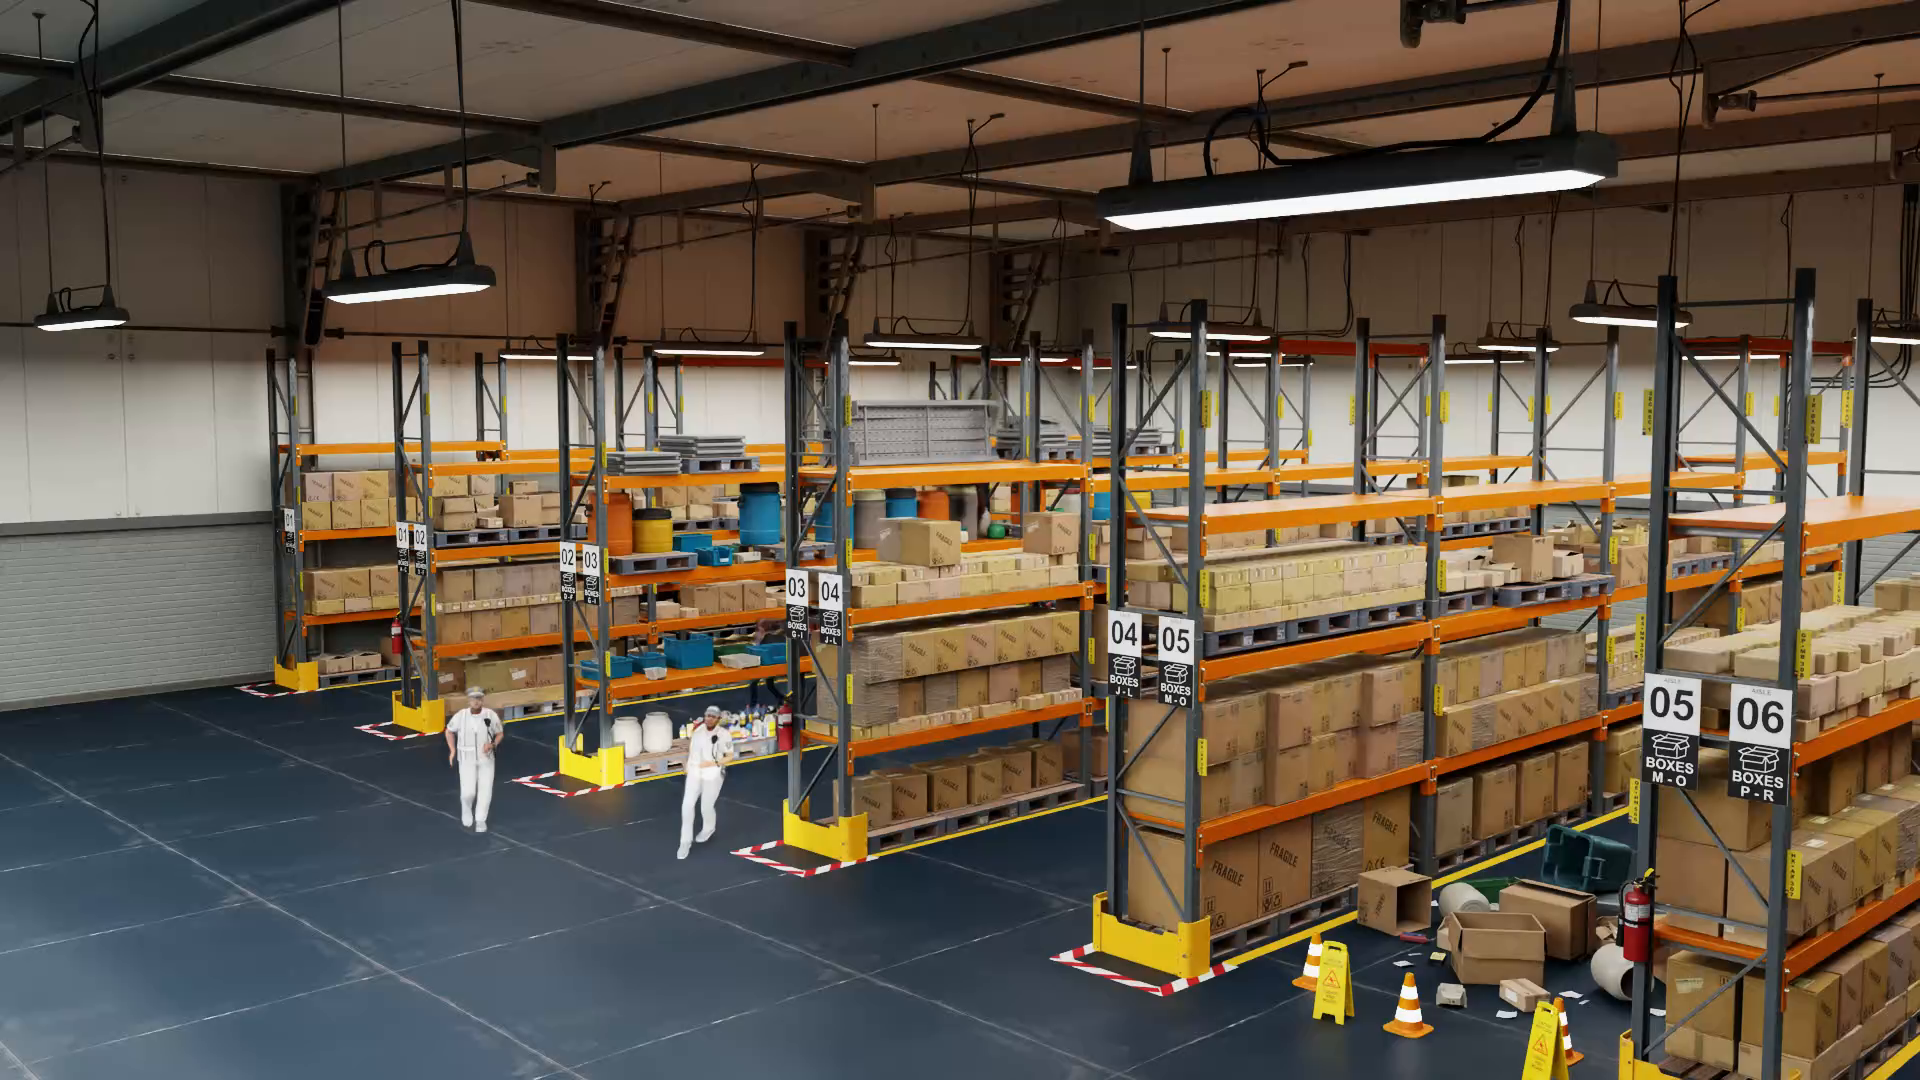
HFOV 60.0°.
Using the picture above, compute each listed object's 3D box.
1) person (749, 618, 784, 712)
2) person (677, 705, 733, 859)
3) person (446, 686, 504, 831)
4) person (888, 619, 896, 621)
[{"bbox_3d":[-3.118,2.058,26.568,0.518,1.623,0.783,5,7,44],"label":"person"},{"bbox_3d":[-2.870,2.705,18.869,0.616,1.660,0.864,1,5,11],"label":"person"},{"bbox_3d":[-5.713,2.592,19.638,0.657,1.740,0.602,-2,5,-19],"label":"person"},{"bbox_3d":[-1.287,1.839,29.114,0.598,1.645,0.584,4,6,37],"label":"person"}]
